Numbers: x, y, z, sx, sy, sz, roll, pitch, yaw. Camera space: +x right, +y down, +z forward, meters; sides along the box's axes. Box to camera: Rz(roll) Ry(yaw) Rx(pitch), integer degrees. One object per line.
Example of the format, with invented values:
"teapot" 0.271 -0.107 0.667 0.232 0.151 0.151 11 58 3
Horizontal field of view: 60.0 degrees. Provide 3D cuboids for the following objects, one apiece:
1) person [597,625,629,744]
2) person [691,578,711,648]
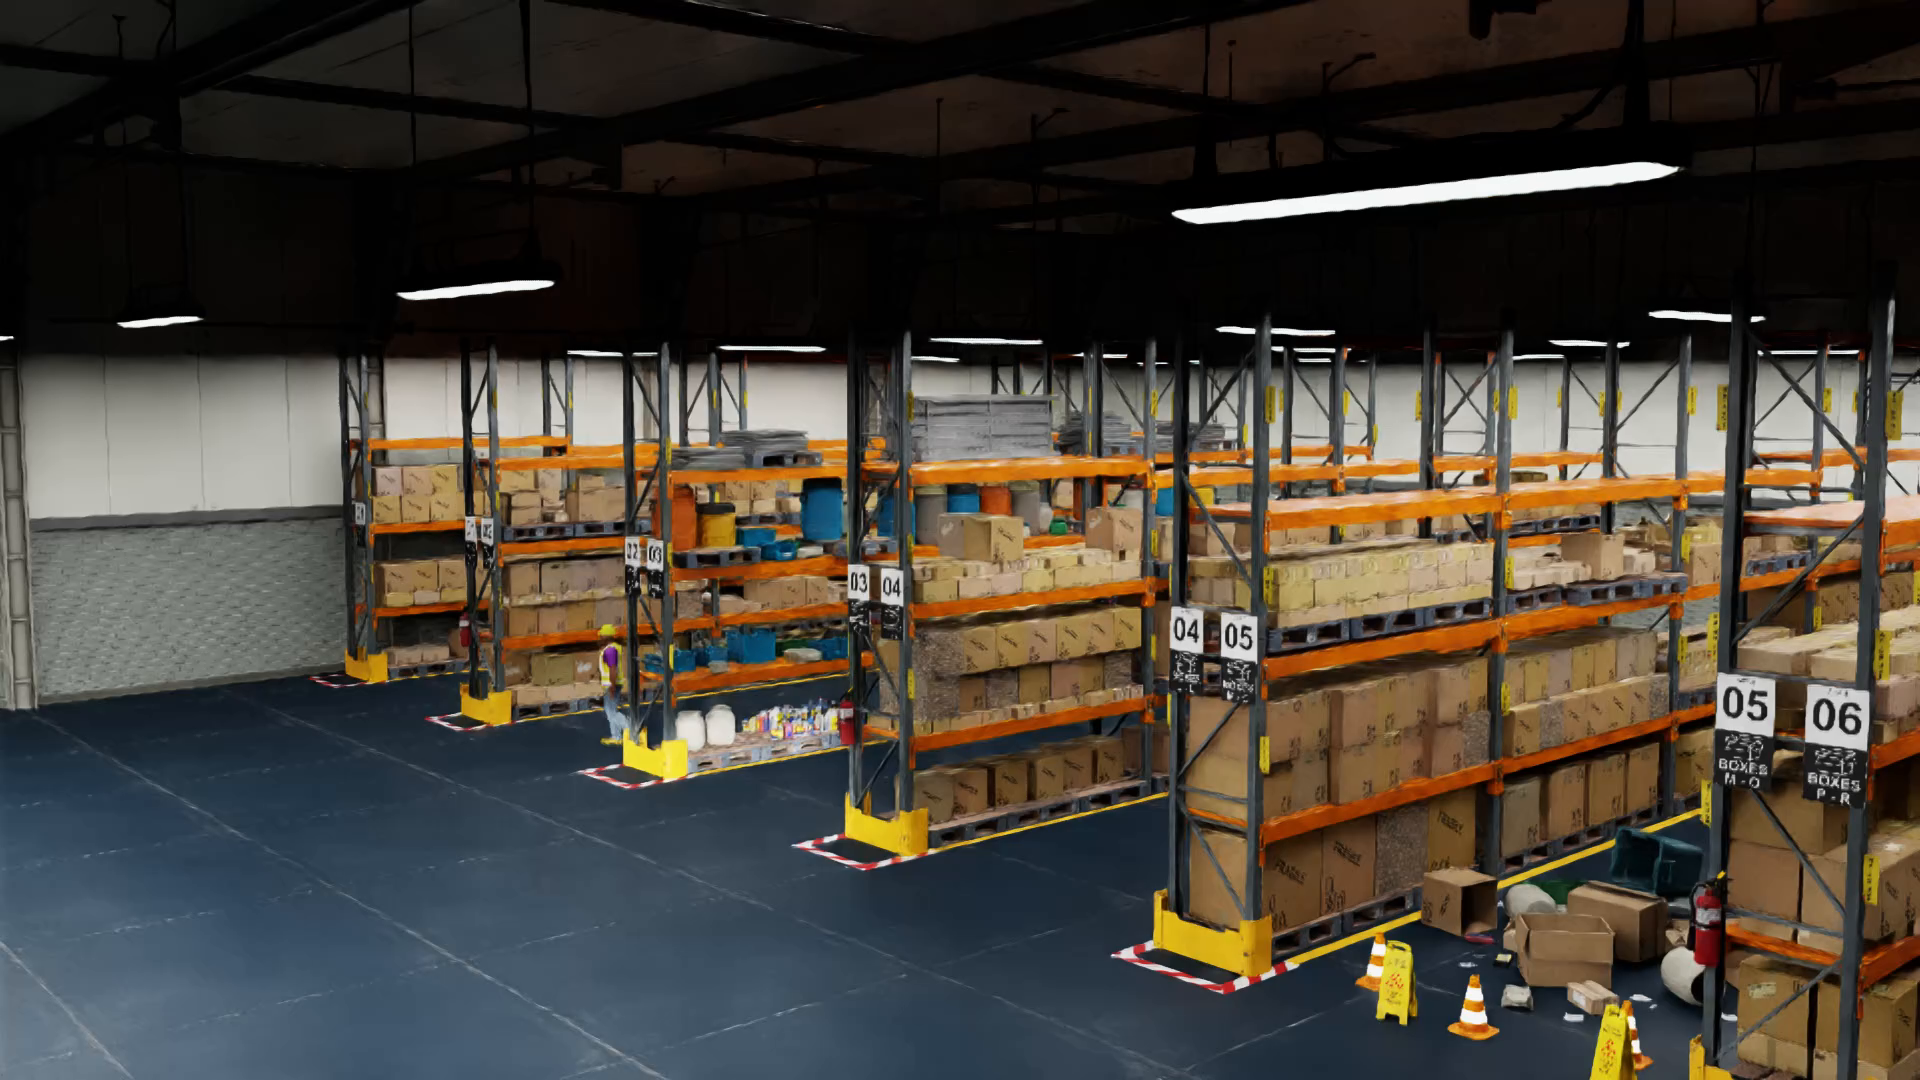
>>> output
"person" -5.015 2.117 24.333 0.582 1.753 0.611 0 5 -5
"person" -4.763 1.540 30.873 1.042 1.706 0.571 -3 6 -32
